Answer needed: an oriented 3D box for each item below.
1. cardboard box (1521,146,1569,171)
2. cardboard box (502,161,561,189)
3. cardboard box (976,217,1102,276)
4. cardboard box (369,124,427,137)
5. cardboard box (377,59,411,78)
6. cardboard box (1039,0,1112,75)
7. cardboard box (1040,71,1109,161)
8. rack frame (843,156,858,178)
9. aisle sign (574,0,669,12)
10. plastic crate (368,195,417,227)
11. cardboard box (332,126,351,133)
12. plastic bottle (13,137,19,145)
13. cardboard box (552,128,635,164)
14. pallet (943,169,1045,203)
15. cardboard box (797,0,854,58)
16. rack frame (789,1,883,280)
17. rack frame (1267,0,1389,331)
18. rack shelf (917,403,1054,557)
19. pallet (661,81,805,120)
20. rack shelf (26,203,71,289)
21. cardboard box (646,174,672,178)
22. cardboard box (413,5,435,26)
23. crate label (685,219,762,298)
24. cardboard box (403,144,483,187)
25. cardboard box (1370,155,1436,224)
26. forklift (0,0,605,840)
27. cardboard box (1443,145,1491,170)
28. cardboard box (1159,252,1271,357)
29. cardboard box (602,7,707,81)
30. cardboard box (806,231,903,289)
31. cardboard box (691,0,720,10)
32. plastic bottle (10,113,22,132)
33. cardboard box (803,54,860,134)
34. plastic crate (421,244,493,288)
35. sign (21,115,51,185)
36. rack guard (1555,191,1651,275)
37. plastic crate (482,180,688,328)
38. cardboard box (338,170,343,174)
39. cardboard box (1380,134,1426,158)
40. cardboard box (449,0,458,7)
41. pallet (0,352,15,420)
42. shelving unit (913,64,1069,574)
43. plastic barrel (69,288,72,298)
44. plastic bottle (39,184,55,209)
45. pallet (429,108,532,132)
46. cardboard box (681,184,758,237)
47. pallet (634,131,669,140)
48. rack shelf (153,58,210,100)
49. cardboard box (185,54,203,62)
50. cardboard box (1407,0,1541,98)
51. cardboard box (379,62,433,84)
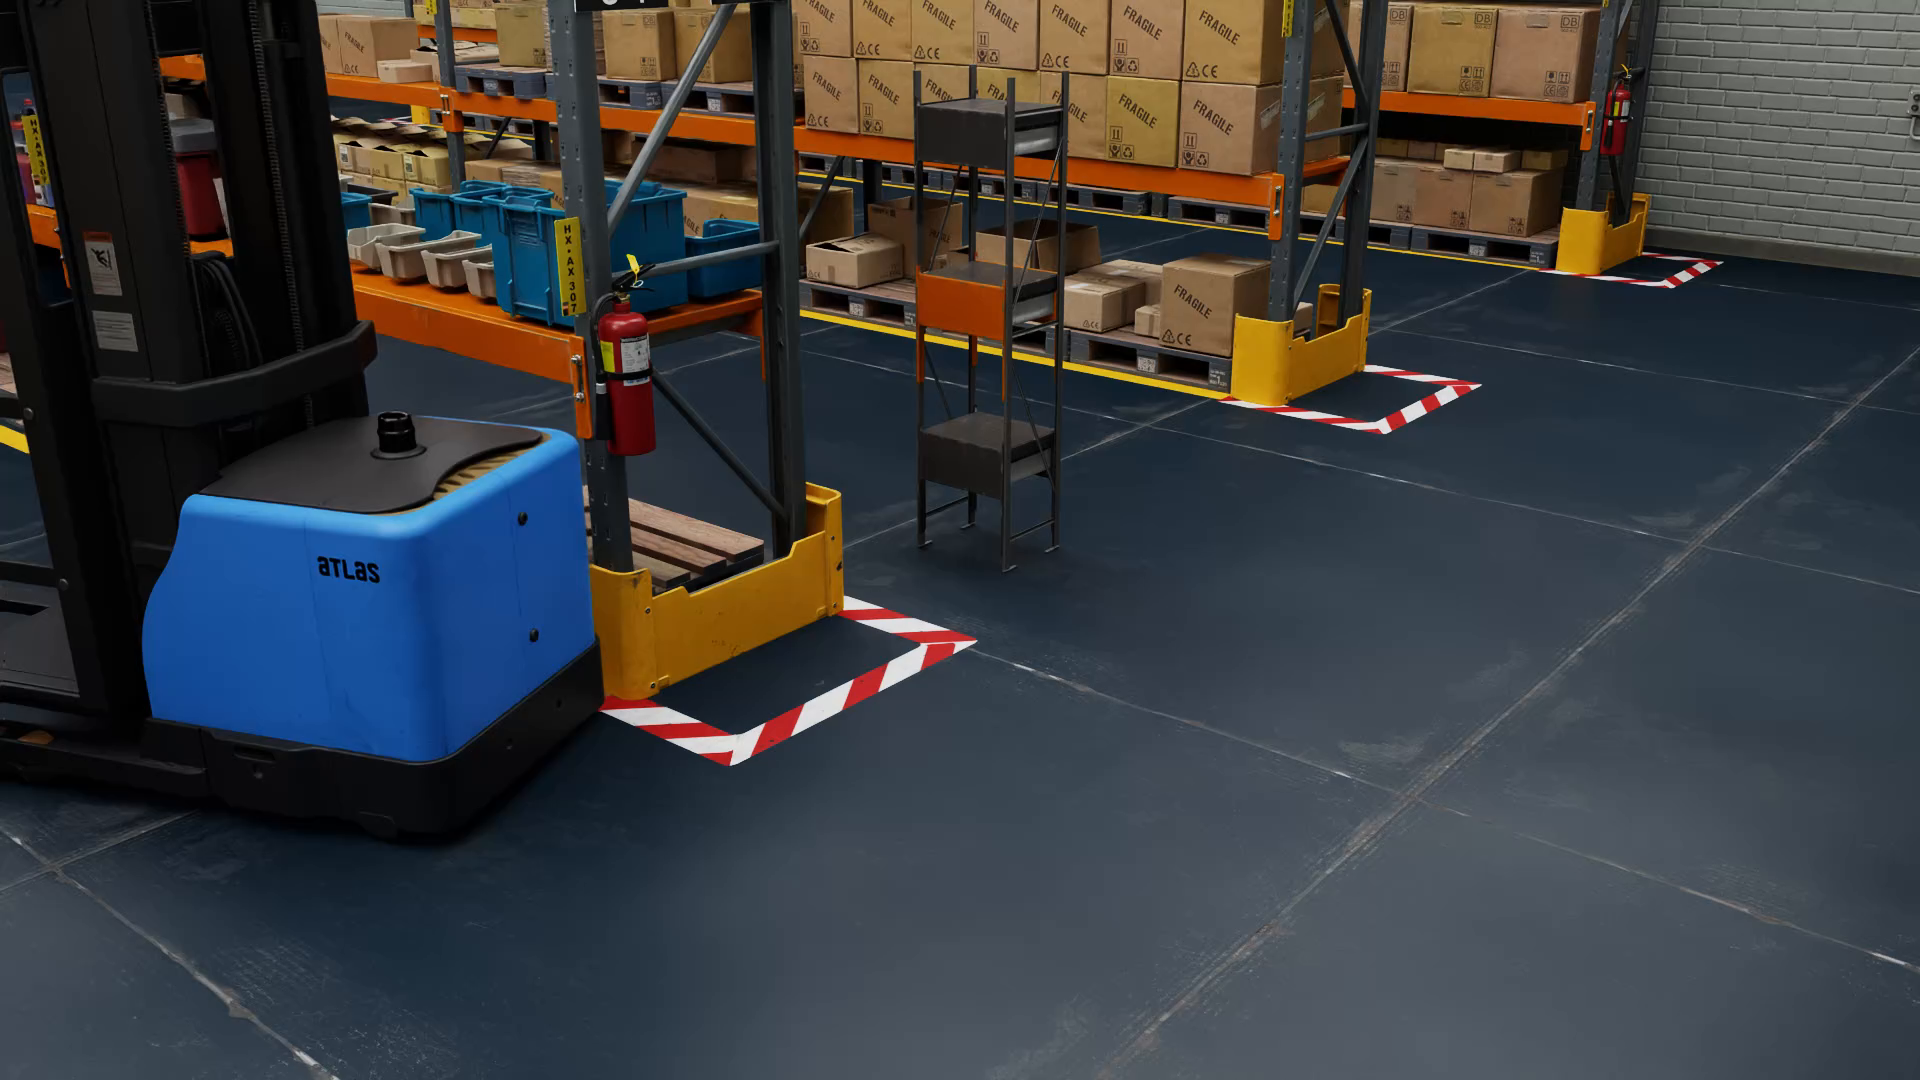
[{"bbox_3d":[4.897,-3.197,13.924,0.250,0.149,0.380,16,26,37],"label":"cardboard box"},{"bbox_3d":[-3.467,-2.882,13.980,0.500,0.500,0.500,15,25,34],"label":"cardboard box"},{"bbox_3d":[0.510,-1.869,11.287,0.637,0.503,0.797,16,26,36],"label":"cardboard box"},{"bbox_3d":[-5.473,-3.854,16.145,0.500,0.311,0.500,16,26,36],"label":"cardboard box"},{"bbox_3d":[-5.072,-4.293,15.156,0.250,0.149,0.380,19,27,40],"label":"cardboard box"},{"bbox_3d":[0.834,-3.122,10.137,0.500,0.500,0.500,17,26,38],"label":"cardboard box"},{"bbox_3d":[0.843,-2.656,10.319,0.500,0.500,0.500,16,26,37],"label":"cardboard box"},{"bbox_3d":[-0.919,-5.496,17.991,0.127,3.000,1.000,16,26,36],"label":"rack frame"},{"bbox_3d":[-1.115,-2.123,5.363,0.004,0.787,0.394,16,26,36],"label":"aisle sign"},{"bbox_3d":[-2.545,-1.494,7.667,0.466,0.136,0.293,16,26,36],"label":"plastic crate"},{"bbox_3d":[-6.198,-3.817,16.047,0.500,0.311,0.500,15,25,35],"label":"cardboard box"},{"bbox_3d":[-5.003,-1.988,8.759,0.185,0.351,0.144,16,26,36],"label":"plastic bottle"},{"bbox_3d":[-3.129,-3.372,14.216,0.500,0.250,0.500,17,27,38],"label":"cardboard box"},{"bbox_3d":[0.585,-3.723,17.240,1.213,0.211,1.003,16,26,36],"label":"pallet"},{"bbox_3d":[-0.762,-3.581,11.355,0.500,0.500,0.500,17,26,38],"label":"cardboard box"},{"bbox_3d":[-0.949,-3.249,12.032,0.127,3.000,1.000,16,26,36],"label":"rack frame"},{"bbox_3d":[2.150,-2.356,9.665,0.127,3.000,1.000,16,26,36],"label":"rack frame"},{"bbox_3d":[0.128,-0.278,7.452,0.480,0.518,0.431,16,26,36],"label":"rack shelf"},{"bbox_3d":[-1.499,-3.367,12.618,1.213,0.211,1.003,16,26,36],"label":"pallet"},{"bbox_3d":[-5.634,-2.005,9.754,4.000,0.370,1.077,16,26,36],"label":"rack shelf"},{"bbox_3d":[-2.364,-2.802,13.766,0.500,0.500,0.500,15,25,34],"label":"cardboard box"},{"bbox_3d":[-6.939,-7.024,22.229,0.500,0.250,0.500,15,25,35],"label":"cardboard box"},{"bbox_3d":[-0.968,-1.098,6.481,0.303,0.233,0.416,16,26,36],"label":"crate label"},{"bbox_3d":[-4.610,-3.363,14.842,0.500,0.311,0.500,17,26,38],"label":"cardboard box"},{"bbox_3d":[3.896,-3.091,14.560,0.500,0.500,0.700,15,25,35],"label":"cardboard box"},{"bbox_3d":[-2.842,-0.736,5.466,3.031,2.935,1.130,6,22,17],"label":"forklift"},{"bbox_3d":[4.260,-3.206,13.947,0.250,0.149,0.380,17,26,38],"label":"cardboard box"},{"bbox_3d":[1.573,-1.446,10.172,0.500,0.500,0.500,16,26,36],"label":"cardboard box"},{"bbox_3d":[-2.357,-3.869,12.941,0.500,0.500,0.700,9,23,23],"label":"cardboard box"},{"bbox_3d":[-0.761,-2.044,12.023,0.500,0.311,0.500,16,26,36],"label":"cardboard box"},{"bbox_3d":[-2.687,-6.253,19.234,0.700,0.500,0.500,-18,27,-39],"label":"cardboard box"},{"bbox_3d":[-5.662,-2.424,10.010,0.133,0.283,0.061,16,26,36],"label":"plastic bottle"},{"bbox_3d":[-0.727,-3.107,11.515,0.500,0.500,0.500,17,26,38],"label":"cardboard box"},{"bbox_3d":[-1.947,-1.109,6.646,0.243,0.136,0.396,16,26,36],"label":"plastic crate"},{"bbox_3d":[-4.433,-1.875,7.997,0.005,0.325,0.100,16,26,36],"label":"sign"},{"bbox_3d":[5.298,-2.536,13.685,0.348,0.500,1.175,16,26,36],"label":"rack guard"},{"bbox_3d":[-1.363,-1.071,6.123,0.499,0.435,0.616,16,26,36],"label":"plastic crate"},{"bbox_3d":[-5.799,-3.443,15.848,0.500,0.250,0.500,17,26,37],"label":"cardboard box"},{"bbox_3d":[3.913,-3.480,14.672,0.250,0.149,0.380,16,26,37],"label":"cardboard box"},{"bbox_3d":[-6.560,-7.269,21.815,0.500,0.500,0.500,16,26,36],"label":"cardboard box"},{"bbox_3d":[-5.605,-1.046,10.144,1.213,0.211,1.003,16,26,36],"label":"pallet"},{"bbox_3d":[0.128,-0.946,7.200,0.503,2.100,0.431,16,26,36],"label":"shelving unit"},{"bbox_3d":[-4.495,-1.236,9.074,0.708,0.901,0.600,16,26,36],"label":"plastic barrel"},{"bbox_3d":[-4.594,-1.837,8.464,0.135,0.276,0.152,16,26,36],"label":"plastic bottle"},{"bbox_3d":[-6.451,-5.768,22.665,1.213,0.211,1.003,16,26,36],"label":"pallet"},{"bbox_3d":[-1.890,-2.429,12.778,0.500,0.500,0.500,16,26,36],"label":"cardboard box"},{"bbox_3d":[-3.414,-4.910,20.390,1.213,0.211,1.003,16,26,36],"label":"pallet"},{"bbox_3d":[-8.696,-5.143,18.075,4.000,0.370,1.077,16,26,36],"label":"rack shelf"},{"bbox_3d":[-7.495,-5.178,17.005,0.500,0.500,0.700,15,25,35],"label":"cardboard box"},{"bbox_3d":[4.307,-4.122,13.922,0.700,0.700,0.980,16,26,36],"label":"cardboard box"},{"bbox_3d":[-4.920,-4.149,14.774,0.250,0.149,0.380,16,26,36],"label":"cardboard box"}]
